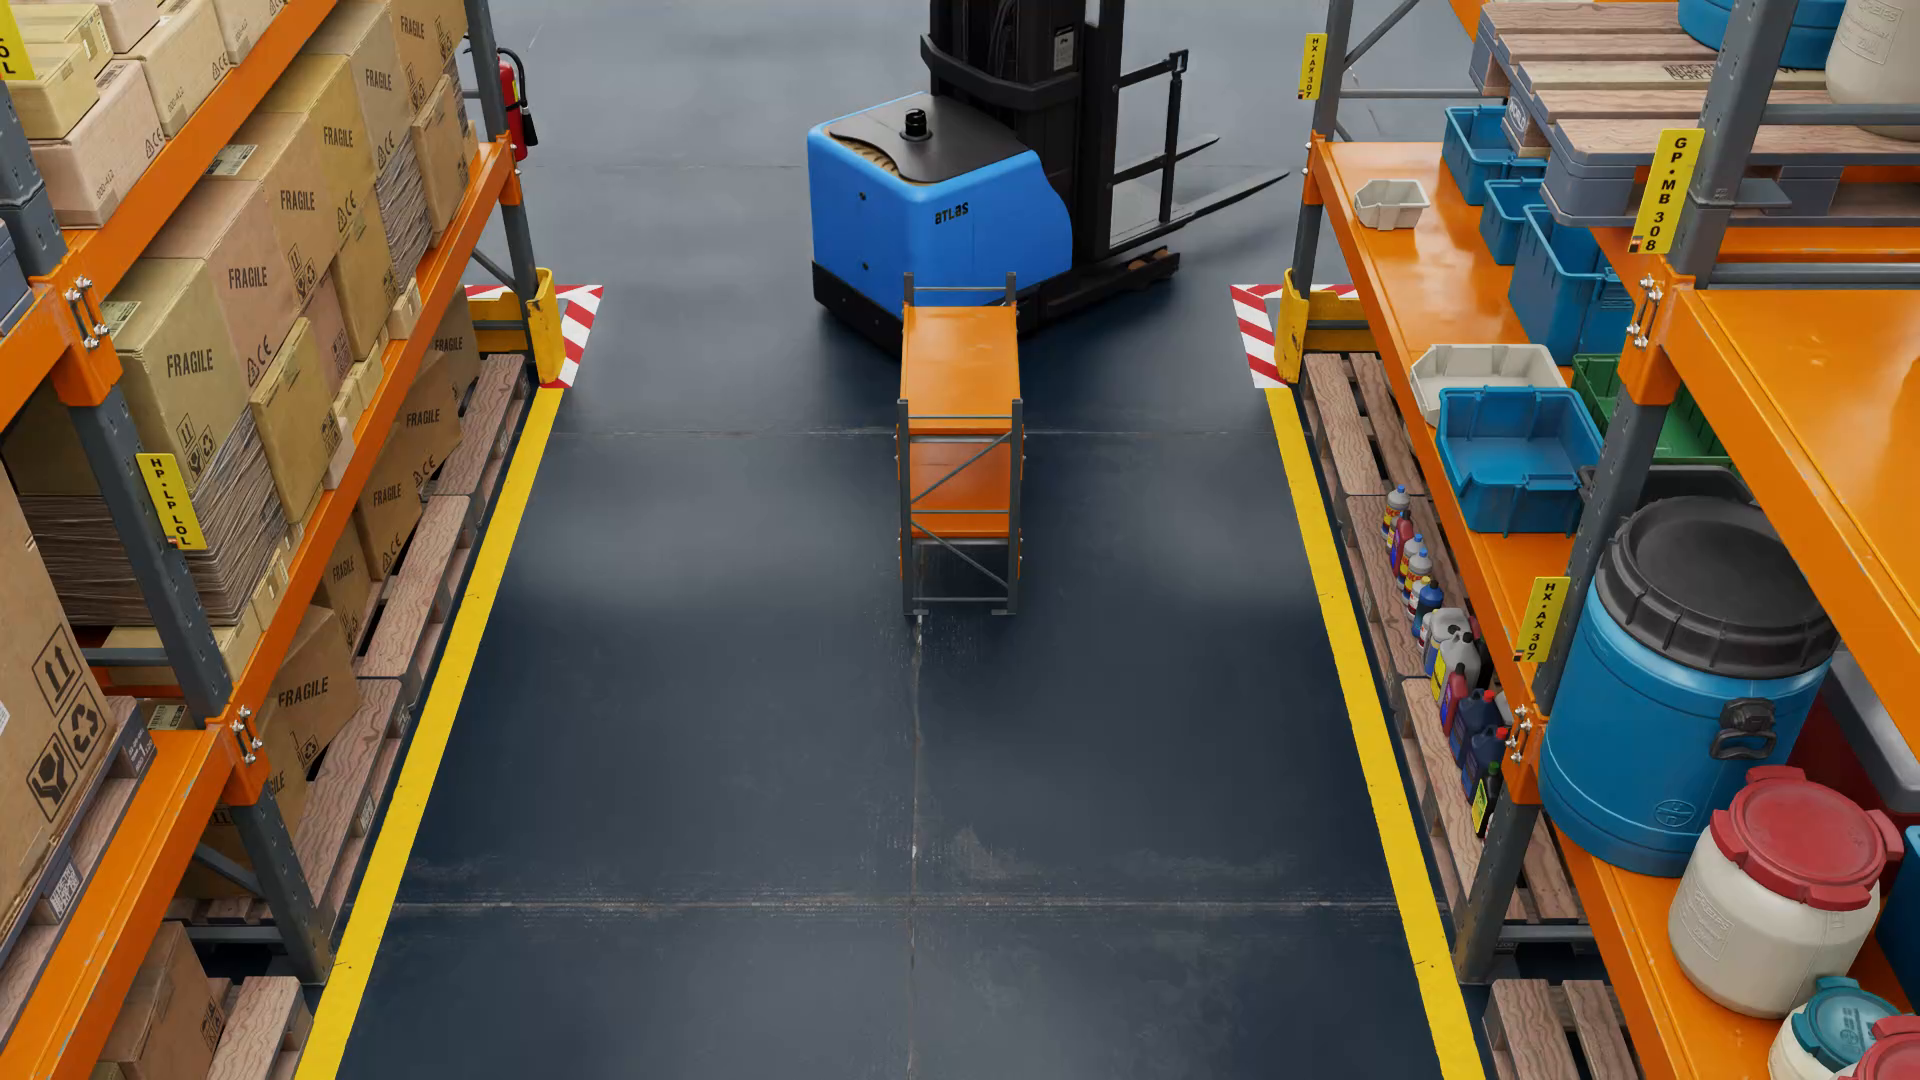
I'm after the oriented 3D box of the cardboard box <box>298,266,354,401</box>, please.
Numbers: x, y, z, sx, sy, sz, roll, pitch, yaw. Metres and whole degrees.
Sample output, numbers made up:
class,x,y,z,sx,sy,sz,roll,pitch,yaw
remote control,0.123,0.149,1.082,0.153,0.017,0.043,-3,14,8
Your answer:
class,x,y,z,sx,sy,sz,roll,pitch,yaw
cardboard box,-2.718,-0.710,5.919,0.875,0.500,0.500,0,39,0

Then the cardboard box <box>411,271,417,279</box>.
class,x,y,z,sx,sy,sz,roll,pitch,yaw
cardboard box,-2.492,-1.092,6.915,0.380,0.149,0.250,0,39,0

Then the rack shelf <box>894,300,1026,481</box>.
class,x,y,z,sx,sy,sz,roll,pitch,yaw
rack shelf,0.000,-0.663,7.210,0.538,0.278,1.000,0,39,0

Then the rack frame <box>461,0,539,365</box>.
class,x,y,z,sx,sy,sz,roll,pitch,yaw
rack frame,-2.717,-2.150,8.034,1.000,3.000,0.127,0,39,0

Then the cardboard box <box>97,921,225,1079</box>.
class,x,y,z,sx,sy,sz,roll,pitch,yaw
cardboard box,-2.733,1.540,5.077,0.700,0.500,0.500,-3,39,-4

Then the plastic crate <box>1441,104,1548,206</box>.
class,x,y,z,sx,sy,sz,roll,pitch,yaw
plastic crate,2.536,-1.782,7.694,0.499,0.251,0.616,0,39,0

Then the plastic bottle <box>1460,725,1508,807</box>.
class,x,y,z,sx,sy,sz,roll,pitch,yaw
plastic bottle,1.952,0.808,6.110,0.144,0.351,0.185,-1,39,-1

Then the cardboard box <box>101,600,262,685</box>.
class,x,y,z,sx,sy,sz,roll,pitch,yaw
cardboard box,-2.412,0.315,5.159,0.380,0.149,0.250,0,39,0

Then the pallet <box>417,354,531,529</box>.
class,x,y,z,sx,sy,sz,roll,pitch,yaw
pallet,-2.751,-0.506,8.212,1.003,0.211,1.213,0,39,0

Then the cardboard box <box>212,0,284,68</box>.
class,x,y,z,sx,sy,sz,roll,pitch,yaw
cardboard box,-2.452,-1.683,5.173,0.500,0.250,0.500,-1,39,-2

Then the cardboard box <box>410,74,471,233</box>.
class,x,y,z,sx,sy,sz,roll,pitch,yaw
cardboard box,-2.623,-1.648,7.090,0.875,0.500,0.500,0,39,0

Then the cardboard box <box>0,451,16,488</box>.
class,x,y,z,sx,sy,sz,roll,pitch,yaw
cardboard box,-2.988,-0.475,4.826,0.500,0.500,0.500,0,39,0

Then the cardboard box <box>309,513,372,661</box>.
class,x,y,z,sx,sy,sz,roll,pitch,yaw
cardboard box,-2.760,0.167,6.806,0.500,0.500,0.500,-3,39,-4

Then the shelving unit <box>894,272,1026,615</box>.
class,x,y,z,sx,sy,sz,roll,pitch,yaw
shelving unit,0.000,-0.435,7.393,0.538,1.125,1.048,0,39,0

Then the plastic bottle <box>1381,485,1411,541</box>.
class,x,y,z,sx,sy,sz,roll,pitch,yaw
plastic bottle,1.926,-0.126,7.339,0.097,0.271,0.097,0,39,0

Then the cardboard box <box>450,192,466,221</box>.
class,x,y,z,sx,sy,sz,roll,pitch,yaw
cardboard box,-2.459,-1.561,7.500,0.380,0.149,0.250,0,39,0

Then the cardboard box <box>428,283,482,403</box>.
class,x,y,z,sx,sy,sz,roll,pitch,yaw
cardboard box,-2.733,-0.947,8.197,0.500,0.500,0.500,7,39,8

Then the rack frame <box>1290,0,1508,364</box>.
class,x,y,z,sx,sy,sz,roll,pitch,yaw
rack frame,2.236,-2.153,8.038,1.000,3.000,0.127,0,39,0

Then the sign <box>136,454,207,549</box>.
class,x,y,z,sx,sy,sz,roll,pitch,yaw
sign,-2.157,-0.103,4.554,0.100,0.325,0.005,0,39,0

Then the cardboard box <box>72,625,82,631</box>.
class,x,y,z,sx,sy,sz,roll,pitch,yaw
cardboard box,-2.997,0.159,5.353,0.380,0.149,0.250,0,39,0

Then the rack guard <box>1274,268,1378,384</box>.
class,x,y,z,sx,sy,sz,roll,pitch,yaw
rack guard,2.283,-1.130,8.761,1.175,0.500,0.348,0,39,0

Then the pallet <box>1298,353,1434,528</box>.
class,x,y,z,sx,sy,sz,roll,pitch,yaw
pallet,2.279,-0.509,8.217,1.003,0.211,1.213,0,39,0

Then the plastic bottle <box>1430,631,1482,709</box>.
class,x,y,z,sx,sy,sz,roll,pitch,yaw
plastic bottle,1.951,0.486,6.512,0.144,0.351,0.185,0,39,0

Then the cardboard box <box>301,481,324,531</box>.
class,x,y,z,sx,sy,sz,roll,pitch,yaw
cardboard box,-2.437,-0.154,5.744,0.380,0.149,0.250,0,39,0

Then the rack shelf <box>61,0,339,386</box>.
class,x,y,z,sx,sy,sz,roll,pitch,yaw
rack shelf,-2.715,-1.789,5.760,1.077,0.370,4.000,0,39,0

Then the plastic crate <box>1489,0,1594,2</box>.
class,x,y,z,sx,sy,sz,roll,pitch,yaw
plastic crate,1.834,-1.723,5.313,0.243,0.136,0.396,0,39,0

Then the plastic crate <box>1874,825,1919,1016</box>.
class,x,y,z,sx,sy,sz,roll,pitch,yaw
plastic crate,2.553,1.044,4.061,0.392,0.384,0.575,0,39,0

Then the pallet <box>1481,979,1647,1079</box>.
class,x,y,z,sx,sy,sz,roll,pitch,yaw
pallet,2.280,1.927,5.176,1.003,0.211,1.213,0,39,0

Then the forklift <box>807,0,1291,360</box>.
class,x,y,z,sx,sy,sz,roll,pitch,yaw
forklift,0.645,-2.812,8.915,3.031,2.935,1.130,-26,46,-29

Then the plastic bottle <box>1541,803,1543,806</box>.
class,x,y,z,sx,sy,sz,roll,pitch,yaw
plastic bottle,2.096,0.808,6.110,0.144,0.351,0.185,0,39,0

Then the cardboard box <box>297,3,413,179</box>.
class,x,y,z,sx,sy,sz,roll,pitch,yaw
cardboard box,-2.465,-1.726,6.387,0.500,0.500,0.500,0,39,0

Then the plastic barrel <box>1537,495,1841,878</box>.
class,x,y,z,sx,sy,sz,roll,pitch,yaw
plastic barrel,1.938,0.394,4.458,0.600,0.901,0.708,0,39,0

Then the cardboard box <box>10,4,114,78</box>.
class,x,y,z,sx,sy,sz,roll,pitch,yaw
cardboard box,-2.473,-1.286,4.358,0.380,0.149,0.250,-2,39,-2

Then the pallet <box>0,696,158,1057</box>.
class,x,y,z,sx,sy,sz,roll,pitch,yaw
pallet,-2.857,0.905,4.376,1.003,0.211,1.213,0,39,0

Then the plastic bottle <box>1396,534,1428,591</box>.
class,x,y,z,sx,sy,sz,roll,pitch,yaw
plastic bottle,1.927,0.088,7.071,0.097,0.271,0.097,0,39,0

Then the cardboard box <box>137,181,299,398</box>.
class,x,y,z,sx,sy,sz,roll,pitch,yaw
cardboard box,-2.461,-0.788,5.217,0.500,0.500,0.500,0,39,0

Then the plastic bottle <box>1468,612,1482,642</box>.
class,x,y,z,sx,sy,sz,roll,pitch,yaw
plastic bottle,2.061,0.410,6.660,0.061,0.283,0.133,0,39,0

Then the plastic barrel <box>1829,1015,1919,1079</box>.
class,x,y,z,sx,sy,sz,roll,pitch,yaw
plastic barrel,2.023,1.352,3.555,0.433,0.535,0.433,0,39,0

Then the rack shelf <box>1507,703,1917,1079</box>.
class,x,y,z,sx,sy,sz,roll,pitch,yaw
rack shelf,2.243,1.880,3.581,1.077,0.370,4.000,0,39,0

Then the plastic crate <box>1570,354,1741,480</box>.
class,x,y,z,sx,sy,sz,roll,pitch,yaw
plastic crate,2.521,-0.418,6.043,0.450,0.188,0.662,0,39,0

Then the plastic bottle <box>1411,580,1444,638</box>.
class,x,y,z,sx,sy,sz,roll,pitch,yaw
plastic bottle,1.927,0.278,6.835,0.097,0.271,0.097,0,39,0

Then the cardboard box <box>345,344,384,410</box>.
class,x,y,z,sx,sy,sz,roll,pitch,yaw
cardboard box,-2.427,-0.623,6.329,0.380,0.149,0.250,0,39,0

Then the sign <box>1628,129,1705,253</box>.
class,x,y,z,sx,sy,sz,roll,pitch,yaw
sign,1.690,-0.832,3.984,0.100,0.325,0.005,0,39,0
